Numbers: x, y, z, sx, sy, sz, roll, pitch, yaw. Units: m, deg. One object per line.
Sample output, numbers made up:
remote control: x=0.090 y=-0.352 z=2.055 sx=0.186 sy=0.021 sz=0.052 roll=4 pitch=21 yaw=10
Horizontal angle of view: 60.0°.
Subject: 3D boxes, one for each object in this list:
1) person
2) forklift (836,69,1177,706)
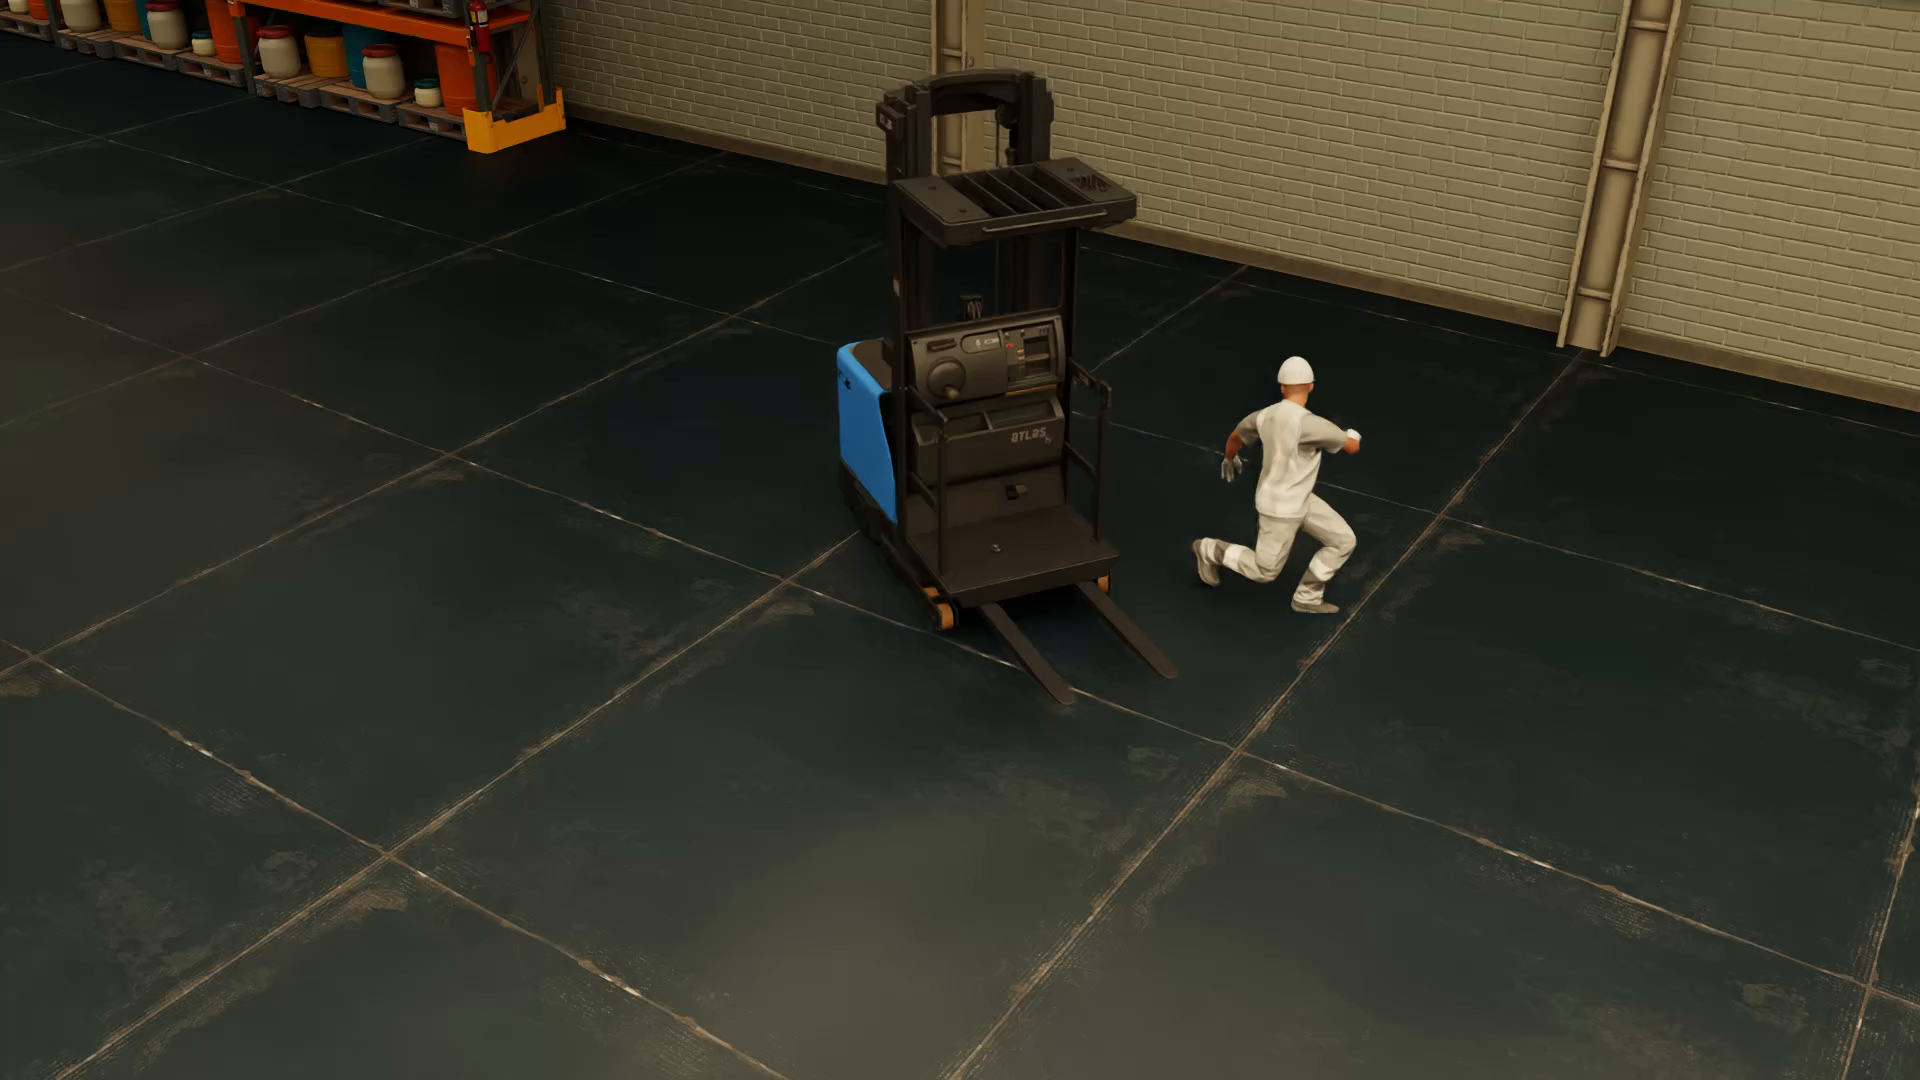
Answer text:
person: x=1.843 y=-0.324 z=9.599 sx=0.952 sy=1.542 sz=0.685 roll=7 pitch=31 yaw=12
forklift: x=0.251 y=-0.986 z=9.279 sx=1.130 sy=2.935 sz=3.031 roll=-12 pitch=32 yaw=-20
